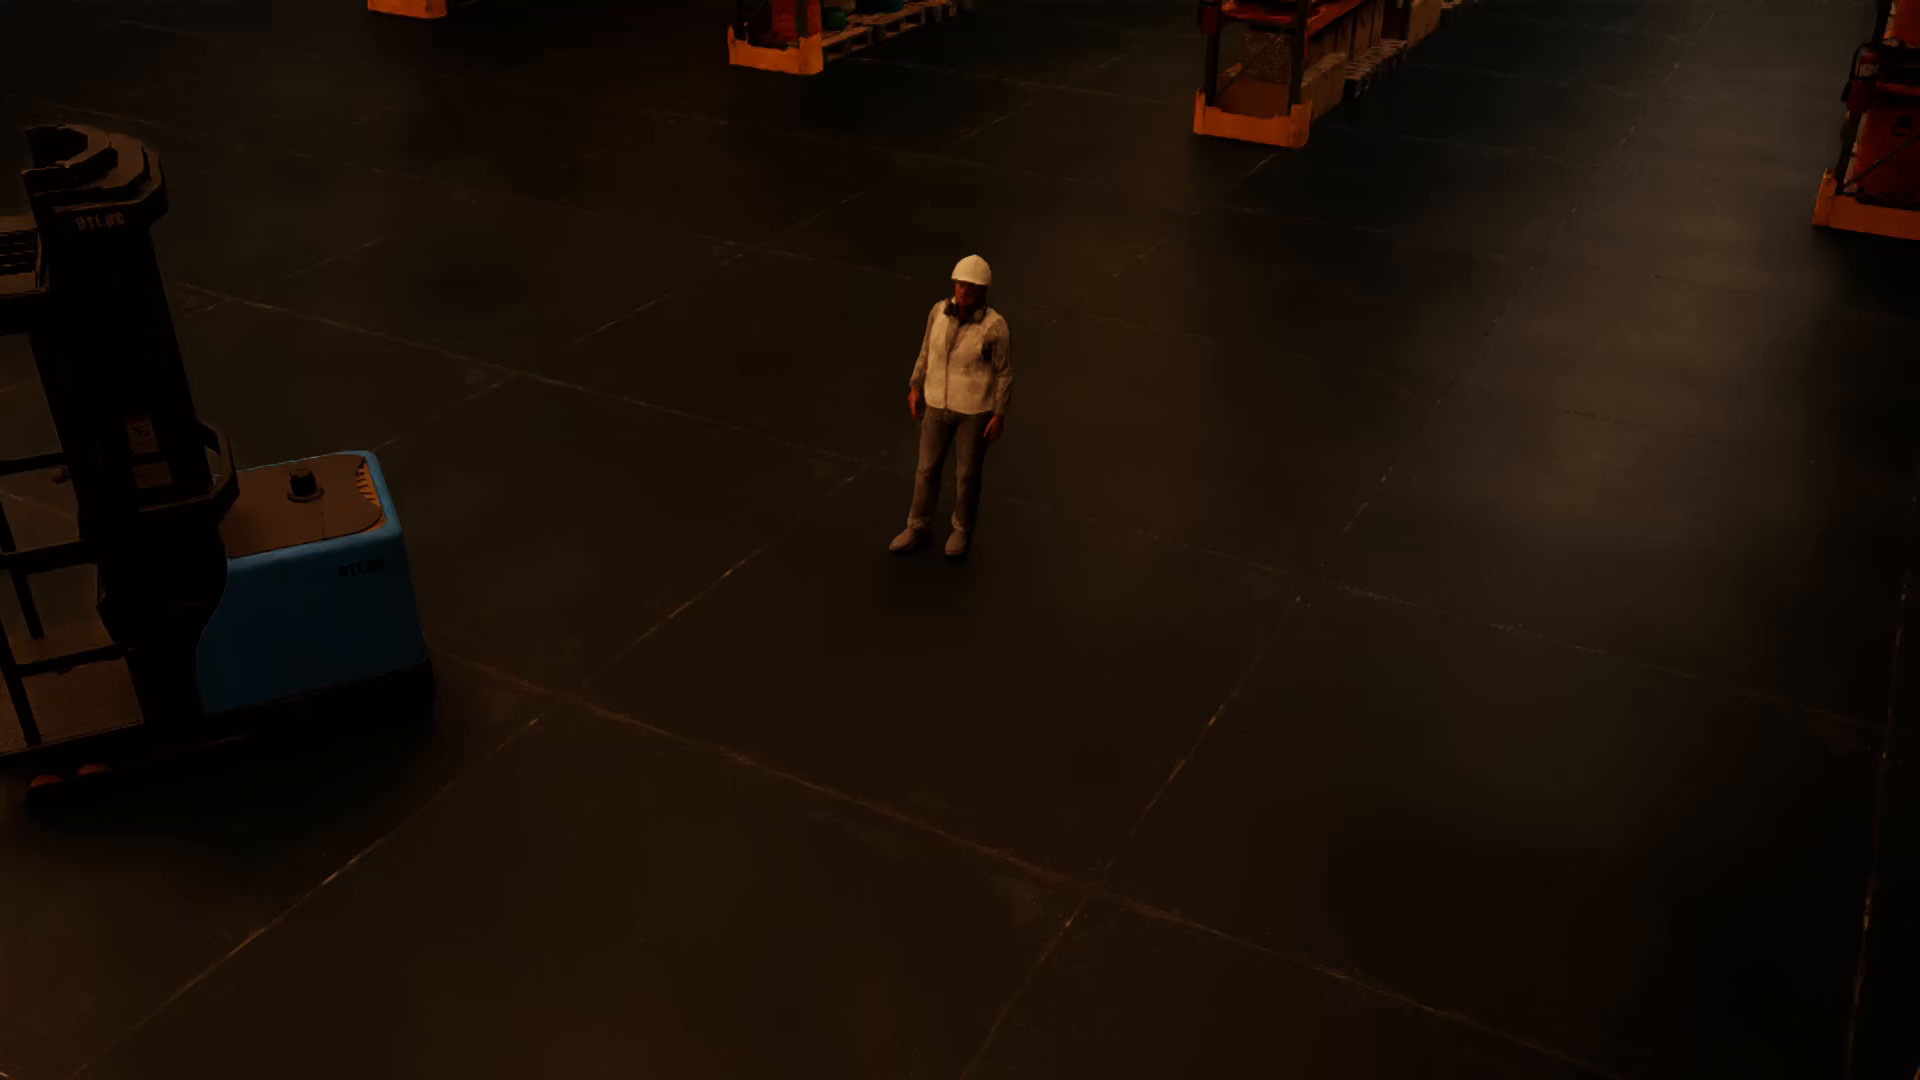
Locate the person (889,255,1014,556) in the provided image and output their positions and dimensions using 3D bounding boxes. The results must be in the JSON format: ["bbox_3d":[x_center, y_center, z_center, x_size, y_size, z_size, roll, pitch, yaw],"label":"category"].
[{"bbox_3d":[-0.037,-0.749,9.512,0.632,1.773,0.567,15,33,25],"label":"person"}]

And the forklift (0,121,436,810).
[{"bbox_3d":[-4.234,-0.305,7.598,3.031,2.935,1.130,-13,32,-21],"label":"forklift"}]
